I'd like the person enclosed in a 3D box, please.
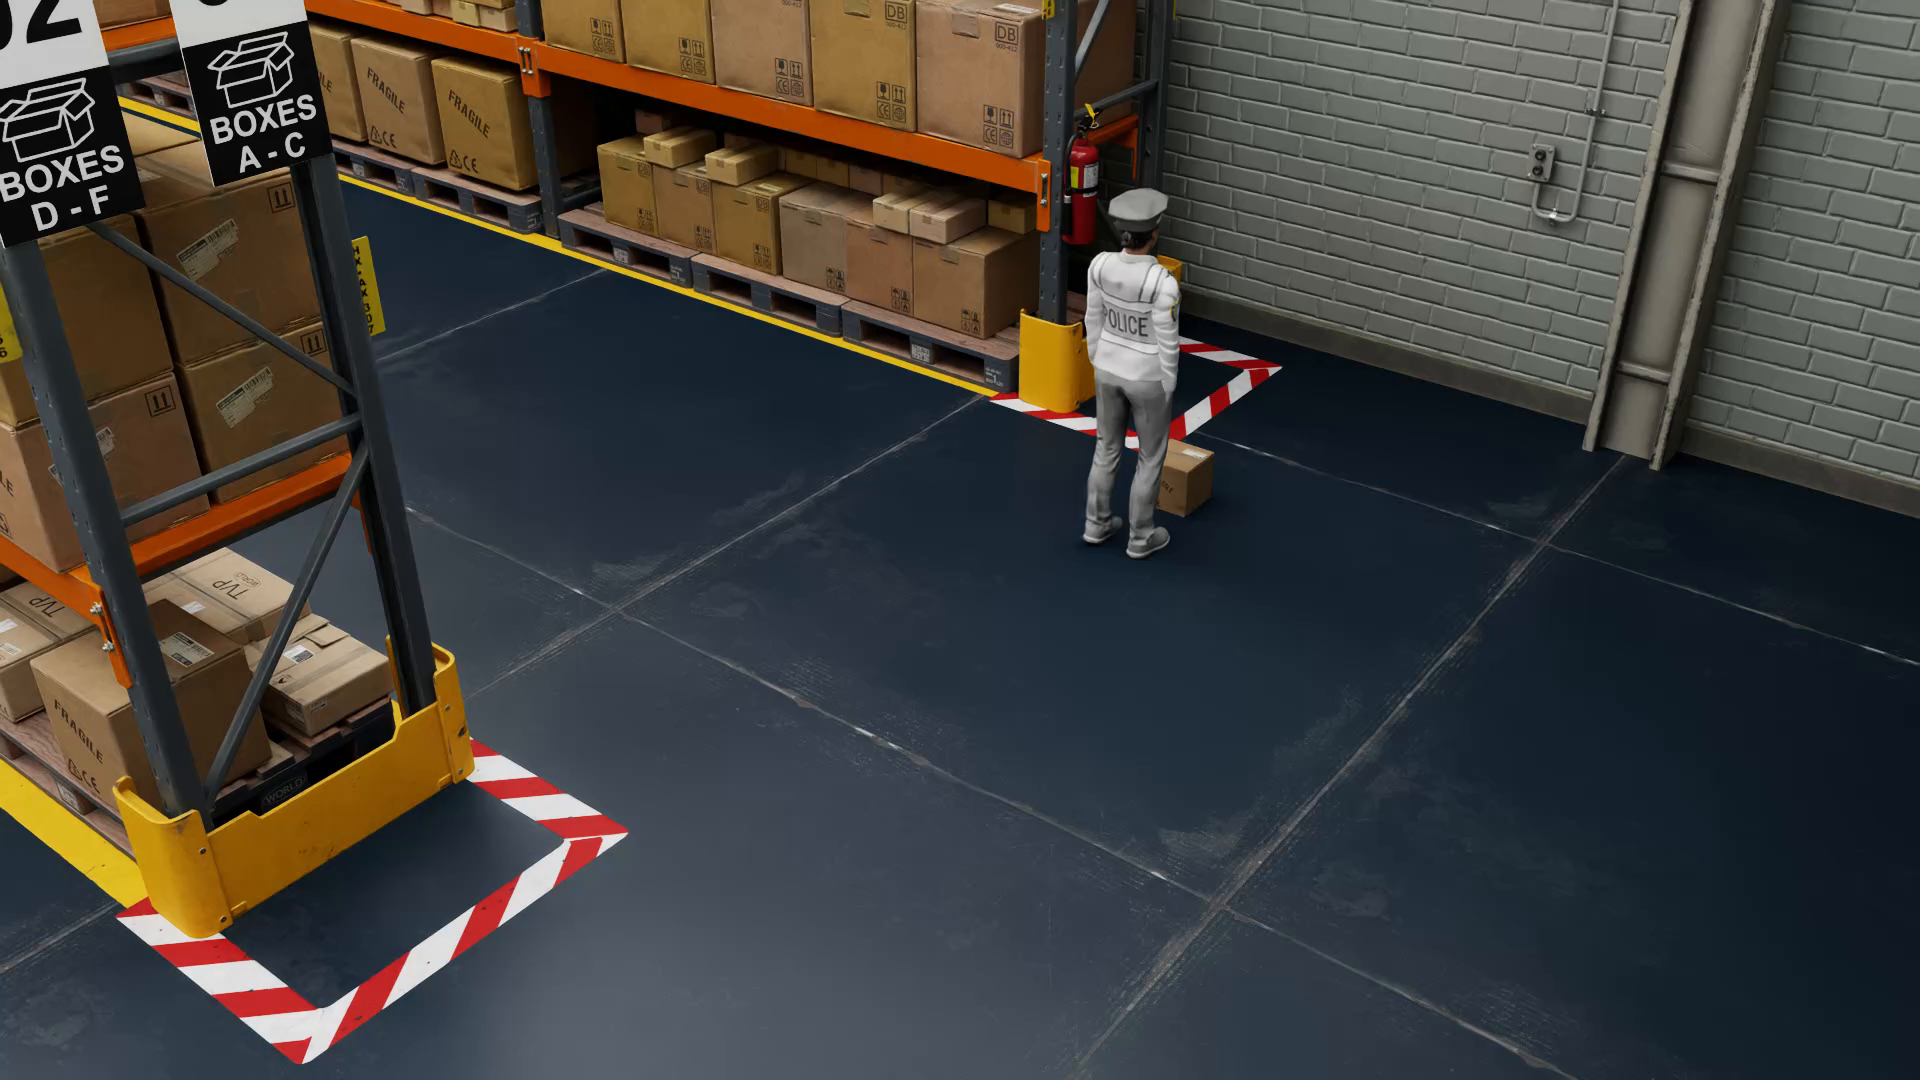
[{"bbox_3d":[0.763,-0.715,7.332,0.468,1.684,0.328,22,38,32],"label":"person"}]
